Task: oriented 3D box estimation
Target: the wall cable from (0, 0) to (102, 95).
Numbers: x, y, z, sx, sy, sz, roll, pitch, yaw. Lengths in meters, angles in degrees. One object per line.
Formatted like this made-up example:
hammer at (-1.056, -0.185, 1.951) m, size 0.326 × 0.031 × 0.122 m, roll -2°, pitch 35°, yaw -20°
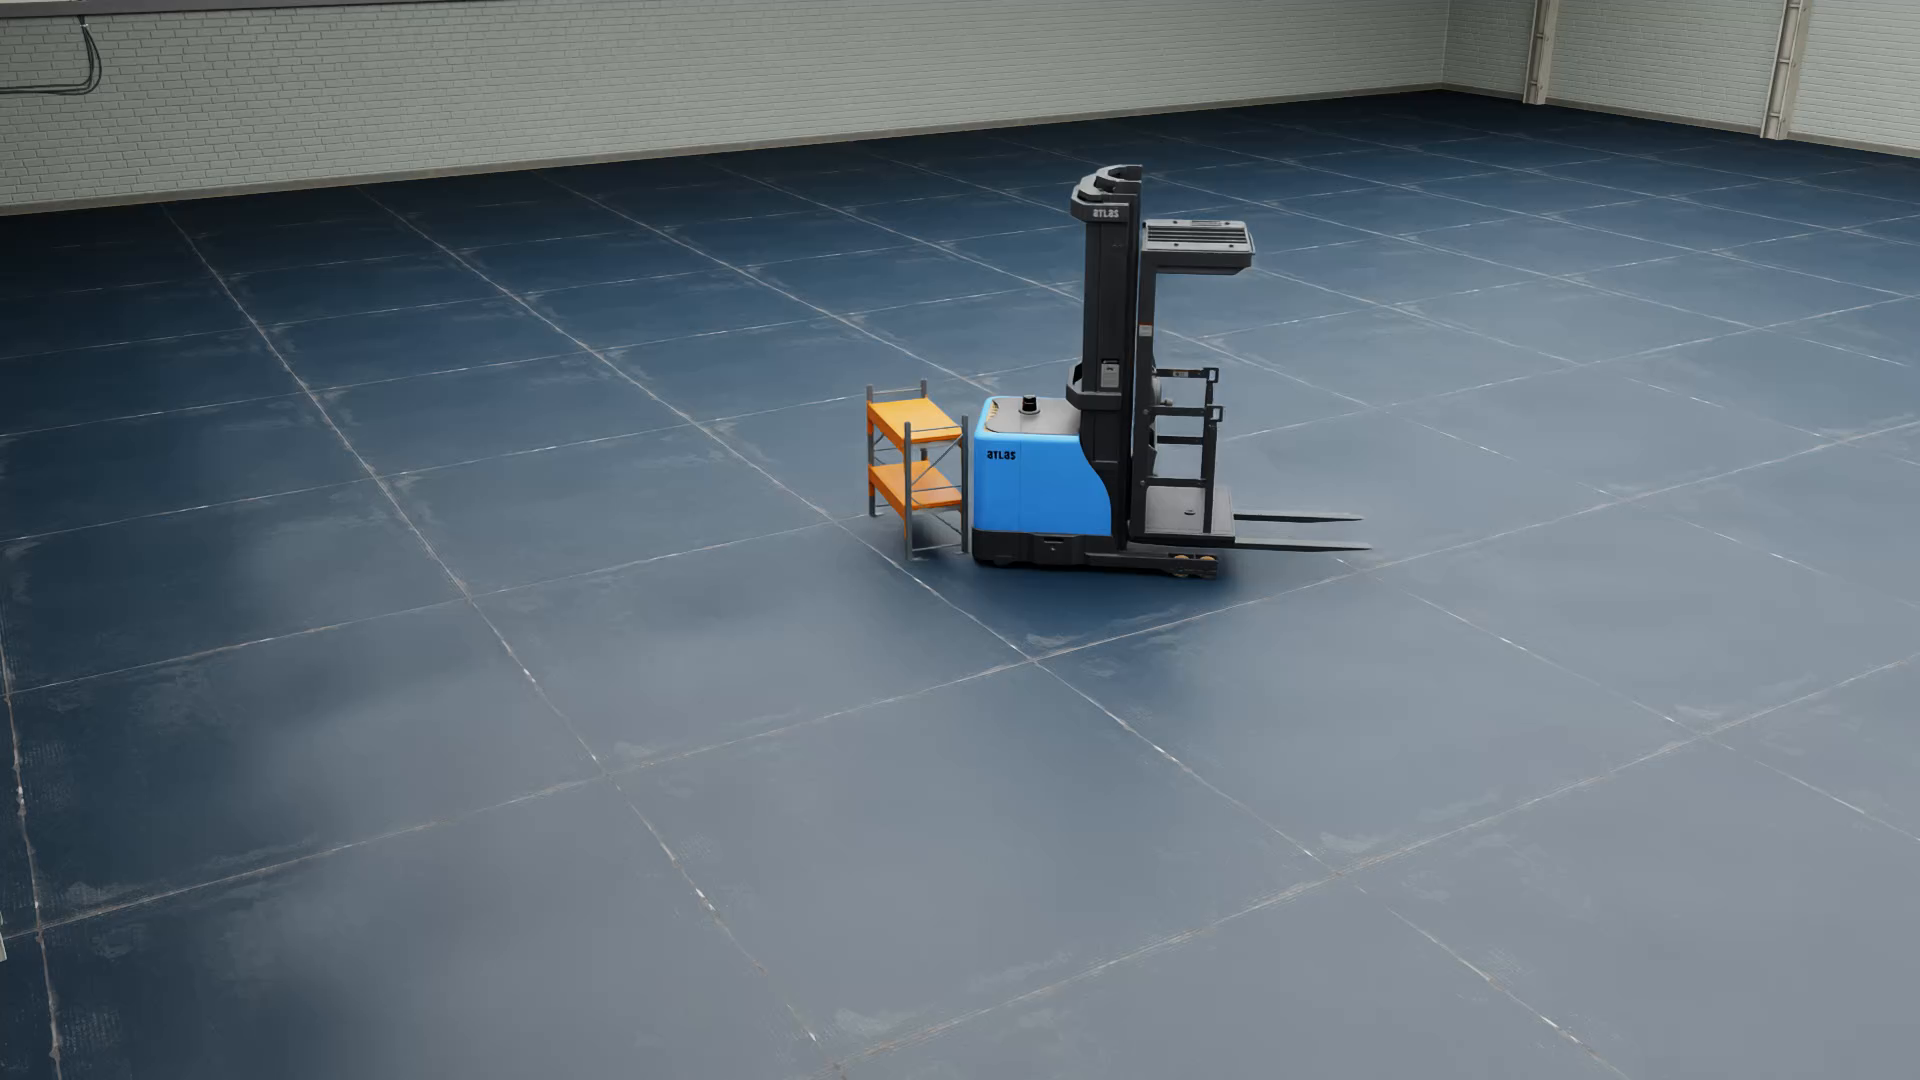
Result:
wall cable at (-14.495, -7.732, 24.474) m, size 3.097 × 2.526 × 0.112 m, roll -13°, pitch 25°, yaw -28°

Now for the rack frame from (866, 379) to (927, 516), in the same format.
rack frame at (-0.511, -0.755, 13.641) m, size 0.500 × 1.125 × 0.032 m, roll -7°, pitch 23°, yaw -18°

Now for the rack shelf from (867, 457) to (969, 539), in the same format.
rack shelf at (-0.345, -0.347, 13.289) m, size 0.538 × 0.278 × 1.000 m, roll -7°, pitch 23°, yaw -18°

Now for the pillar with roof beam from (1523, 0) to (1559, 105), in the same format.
pillar with roof beam at (9.253, -13.193, 33.787) m, size 9.100 × 9.000 × 0.400 m, roll -13°, pitch 25°, yaw -28°

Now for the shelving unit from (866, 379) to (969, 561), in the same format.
shelving unit at (-0.345, -0.574, 13.196) m, size 0.538 × 1.125 × 1.048 m, roll -7°, pitch 23°, yaw -18°

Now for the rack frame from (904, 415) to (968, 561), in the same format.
rack frame at (-0.179, -0.393, 12.752) m, size 0.500 × 1.125 × 0.032 m, roll -7°, pitch 23°, yaw -18°

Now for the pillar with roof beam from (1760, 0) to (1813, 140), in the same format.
pillar with roof beam at (12.318, -11.251, 29.008) m, size 9.100 × 9.000 × 0.400 m, roll -13°, pitch 25°, yaw -28°

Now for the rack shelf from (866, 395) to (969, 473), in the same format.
rack shelf at (-0.345, -0.845, 13.086) m, size 0.538 × 0.278 × 1.000 m, roll -7°, pitch 23°, yaw -18°

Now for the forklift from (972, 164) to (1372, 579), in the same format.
forklift at (1.642, -1.277, 12.528) m, size 3.031 × 2.935 × 1.130 m, roll 2°, pitch 22°, yaw 6°

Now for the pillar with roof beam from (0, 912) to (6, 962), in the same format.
pillar with roof beam at (-1.231, -2.964, 8.619) m, size 9.100 × 9.000 × 0.400 m, roll -13°, pitch 25°, yaw -28°
